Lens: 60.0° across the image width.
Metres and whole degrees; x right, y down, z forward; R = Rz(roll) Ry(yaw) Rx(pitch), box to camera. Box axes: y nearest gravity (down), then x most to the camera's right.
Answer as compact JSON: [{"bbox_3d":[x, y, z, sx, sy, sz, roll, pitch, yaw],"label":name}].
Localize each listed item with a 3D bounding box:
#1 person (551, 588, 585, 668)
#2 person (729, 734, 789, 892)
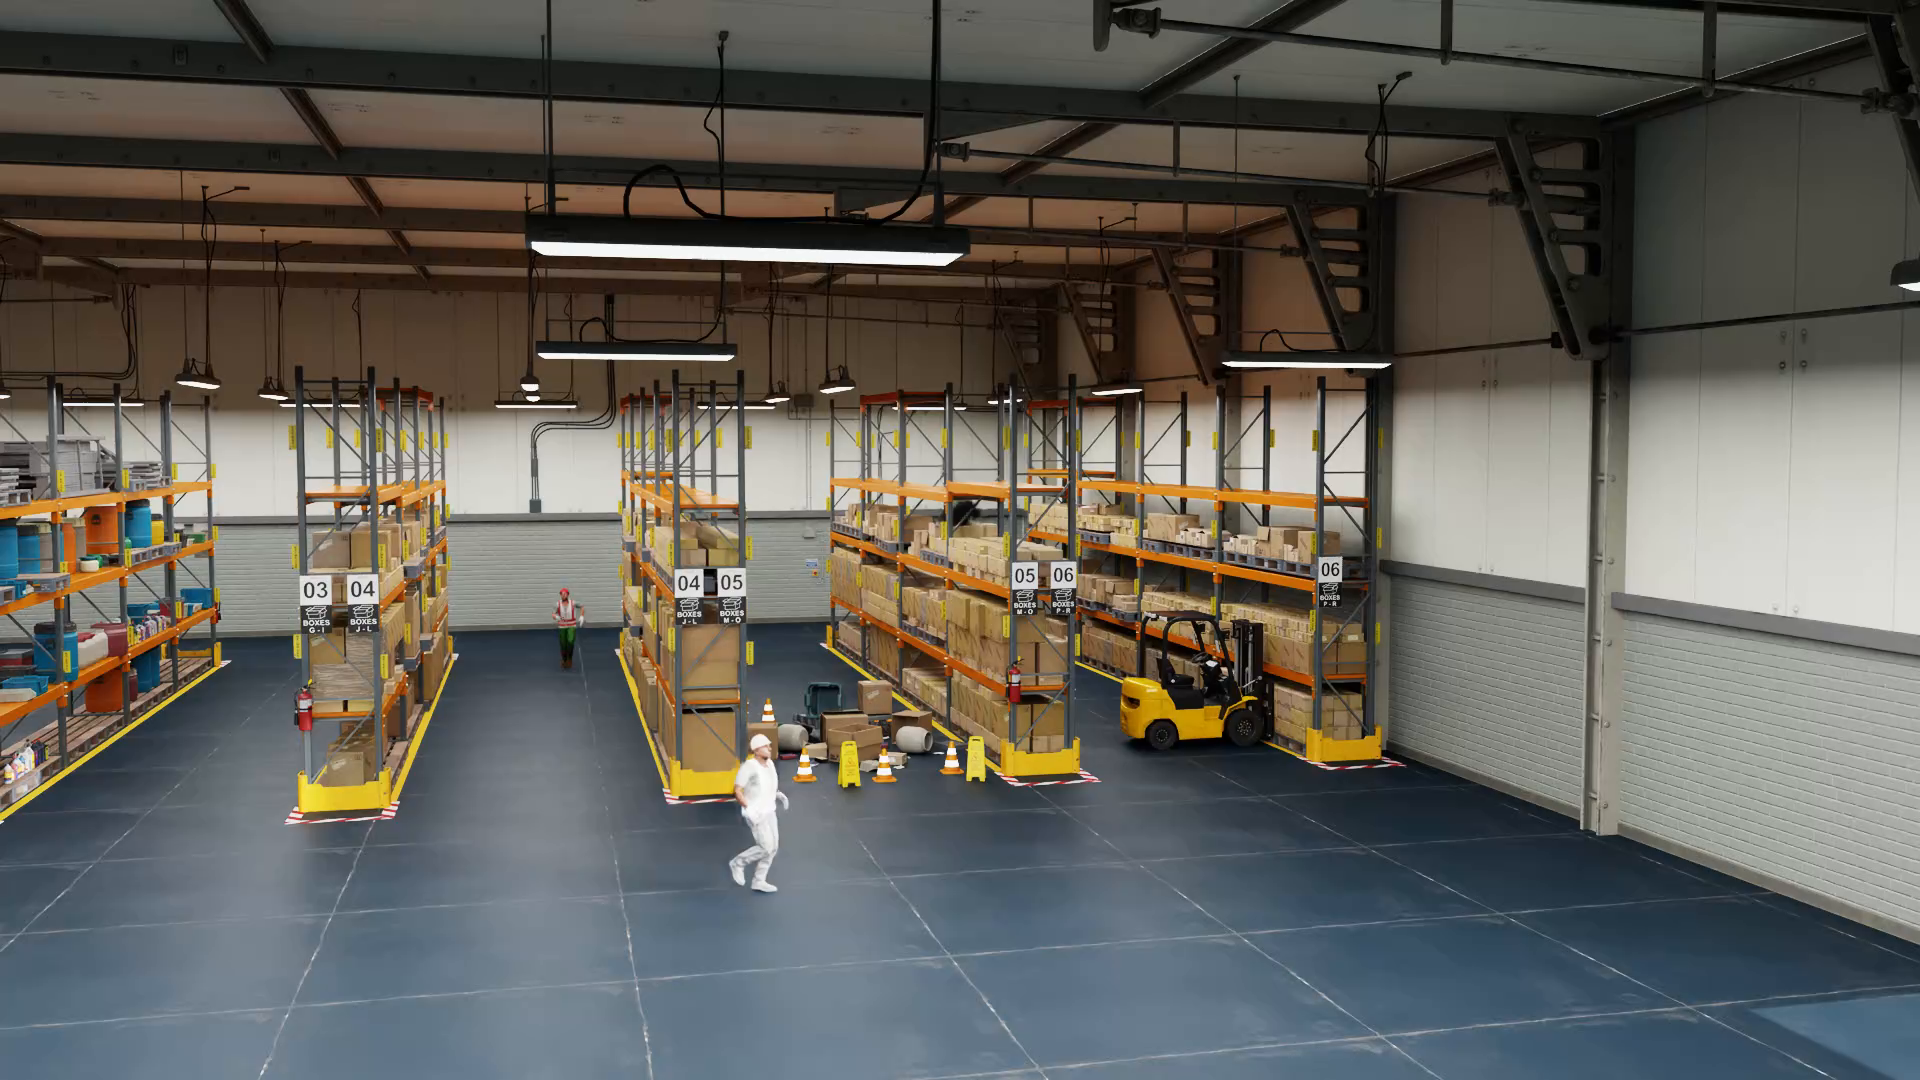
[{"bbox_3d":[-8.610,1.927,36.495,0.679,1.757,0.863,0,3,-5],"label":"person"},{"bbox_3d":[-2.248,3.028,18.511,0.591,1.749,0.699,1,4,21],"label":"person"}]
